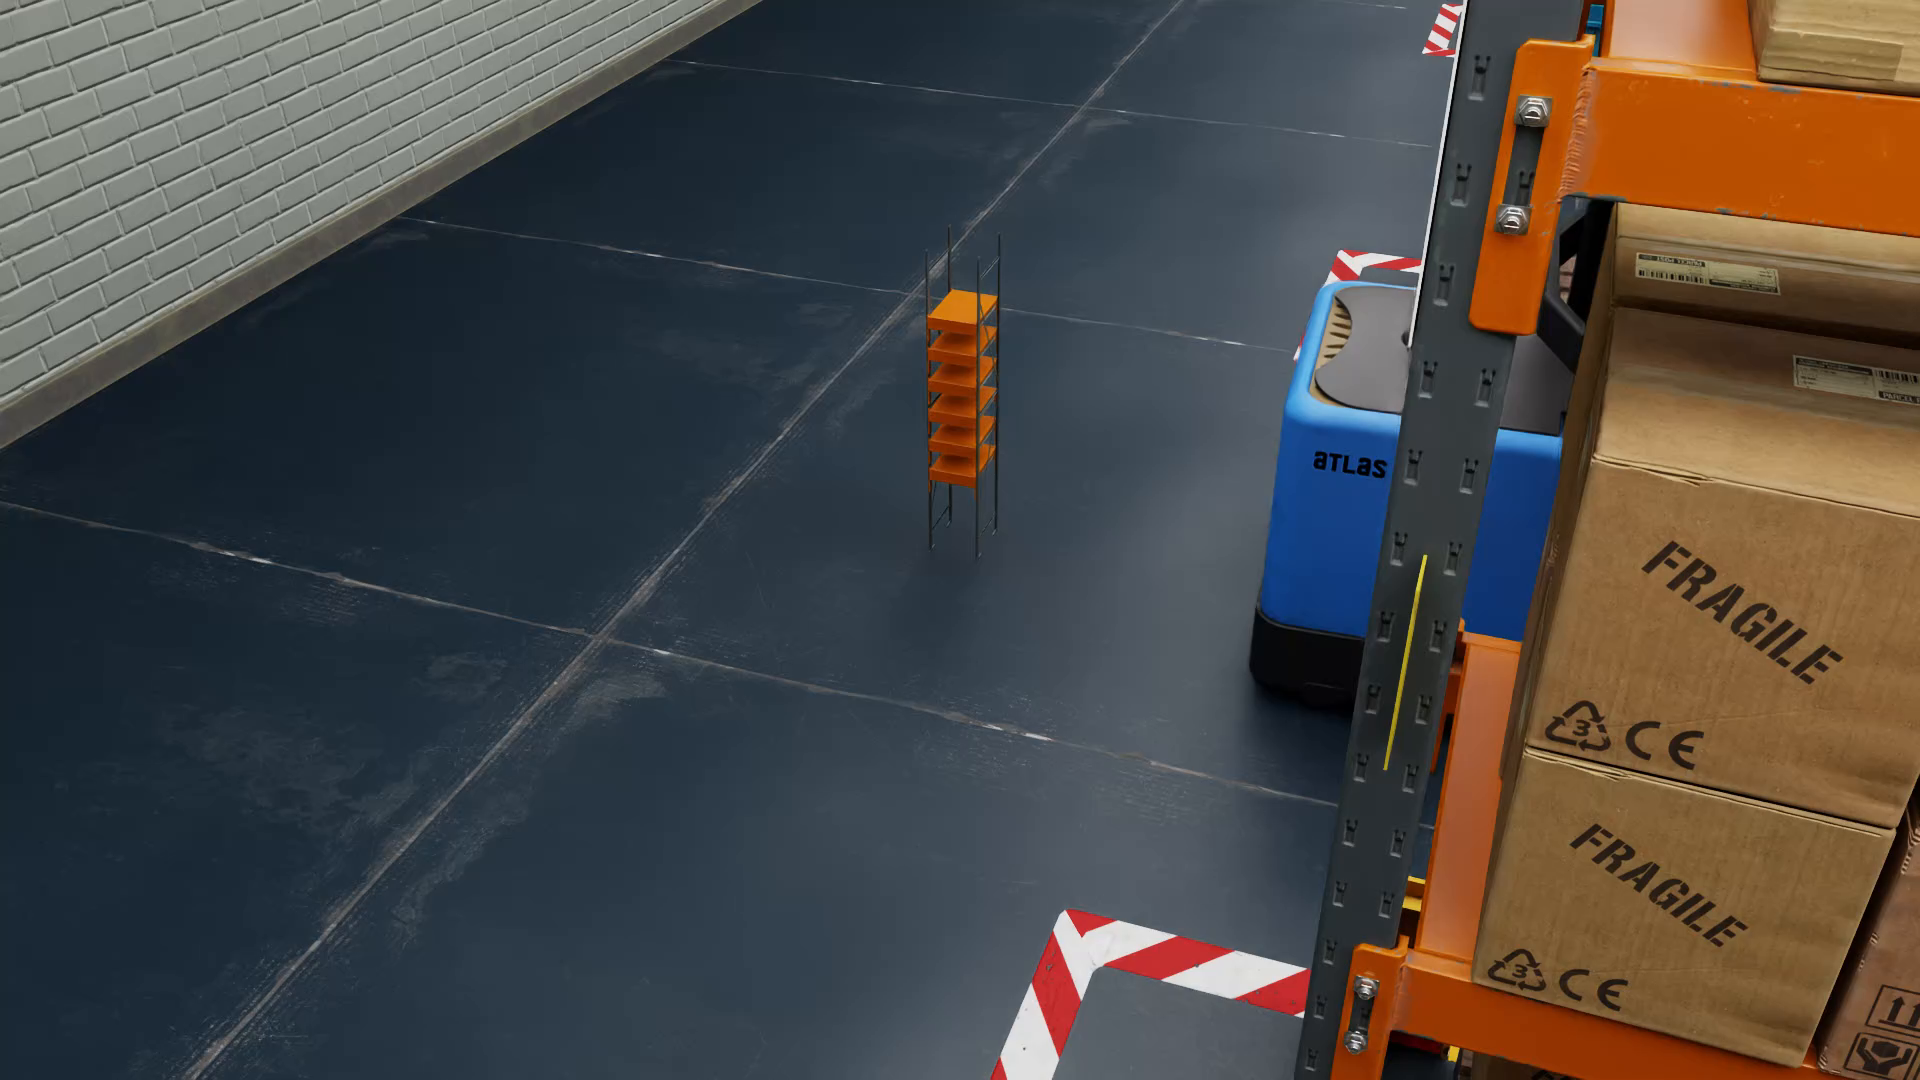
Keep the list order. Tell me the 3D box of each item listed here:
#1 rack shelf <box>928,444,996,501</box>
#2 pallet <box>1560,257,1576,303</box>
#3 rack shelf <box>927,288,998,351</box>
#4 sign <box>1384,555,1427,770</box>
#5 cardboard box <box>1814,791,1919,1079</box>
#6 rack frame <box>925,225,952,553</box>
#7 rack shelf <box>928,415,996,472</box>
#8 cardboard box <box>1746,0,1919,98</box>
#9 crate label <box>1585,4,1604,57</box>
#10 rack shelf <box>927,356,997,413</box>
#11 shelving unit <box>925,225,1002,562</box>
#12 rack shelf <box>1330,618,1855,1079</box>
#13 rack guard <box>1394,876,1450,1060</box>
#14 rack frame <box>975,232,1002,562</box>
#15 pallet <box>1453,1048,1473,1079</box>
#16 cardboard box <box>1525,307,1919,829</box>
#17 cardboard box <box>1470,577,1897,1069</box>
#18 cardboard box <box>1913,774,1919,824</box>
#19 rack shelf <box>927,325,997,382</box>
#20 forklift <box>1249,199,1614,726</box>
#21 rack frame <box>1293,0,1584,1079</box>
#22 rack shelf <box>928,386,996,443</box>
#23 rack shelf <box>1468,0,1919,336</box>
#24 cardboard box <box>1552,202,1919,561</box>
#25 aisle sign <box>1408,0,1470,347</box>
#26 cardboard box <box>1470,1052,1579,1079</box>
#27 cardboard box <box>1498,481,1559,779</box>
[{"bbox_3d":[0.014,-0.262,6.075,0.180,0.103,0.258,11,34,16],"label":"rack shelf"},{"bbox_3d":[3.265,-0.920,7.480,1.213,0.211,1.003,11,34,16],"label":"pallet"},{"bbox_3d":[0.014,-0.767,5.749,0.180,0.103,0.258,11,34,16],"label":"rack shelf"},{"bbox_3d":[0.645,0.180,2.408,0.005,0.325,0.100,11,34,16],"label":"sign"},{"bbox_3d":[1.644,0.532,2.568,0.500,0.500,0.500,11,34,16],"label":"cardboard box"},{"bbox_3d":[-0.073,-0.518,5.946,0.006,1.200,0.240,11,34,16],"label":"rack frame"},{"bbox_3d":[0.014,-0.363,6.010,0.180,0.103,0.258,11,34,16],"label":"rack shelf"},{"bbox_3d":[1.225,-0.707,1.952,0.500,0.250,0.500,11,34,16],"label":"cardboard box"},{"bbox_3d":[2.623,-2.004,6.687,0.303,0.233,0.416,11,34,16],"label":"crate label"},{"bbox_3d":[0.014,-0.565,5.879,0.180,0.103,0.258,11,34,16],"label":"rack shelf"},{"bbox_3d":[0.014,-0.501,5.920,0.189,1.200,0.258,11,34,16],"label":"shelving unit"},{"bbox_3d":[2.710,0.935,2.700,4.000,0.370,1.077,11,34,16],"label":"rack shelf"},{"bbox_3d":[0.899,1.330,3.728,0.348,0.500,1.175,11,34,16],"label":"rack guard"},{"bbox_3d":[0.100,-0.485,5.895,0.006,1.200,0.240,11,34,16],"label":"rack frame"},{"bbox_3d":[1.650,1.597,3.582,1.213,0.211,1.003,11,34,16],"label":"pallet"},{"bbox_3d":[1.156,0.020,2.439,0.500,0.500,0.500,12,35,18],"label":"cardboard box"},{"bbox_3d":[1.156,0.440,2.711,0.500,0.500,0.500,12,35,17],"label":"cardboard box"},{"bbox_3d":[1.651,0.112,2.297,0.500,0.500,0.500,11,35,17],"label":"cardboard box"},{"bbox_3d":[0.014,-0.666,5.814,0.180,0.103,0.258,11,34,16],"label":"rack shelf"},{"bbox_3d":[2.527,-0.746,4.703,3.031,2.935,1.130,9,34,14],"label":"forklift"},{"bbox_3d":[0.827,0.266,3.072,0.127,3.000,1.000,11,34,16],"label":"rack frame"},{"bbox_3d":[0.014,-0.464,5.945,0.180,0.103,0.258,11,34,16],"label":"rack shelf"},{"bbox_3d":[2.710,-0.326,1.887,4.000,0.370,1.077,11,34,16],"label":"rack shelf"},{"bbox_3d":[1.339,-0.255,2.865,0.500,0.500,0.500,11,34,16],"label":"cardboard box"},{"bbox_3d":[0.664,-0.688,2.154,0.004,0.787,0.394,11,34,16],"label":"aisle sign"},{"bbox_3d":[1.422,1.105,3.671,0.500,0.500,0.500,11,34,16],"label":"cardboard box"},{"bbox_3d":[1.341,0.167,3.133,0.500,0.500,0.500,12,35,18],"label":"cardboard box"}]
